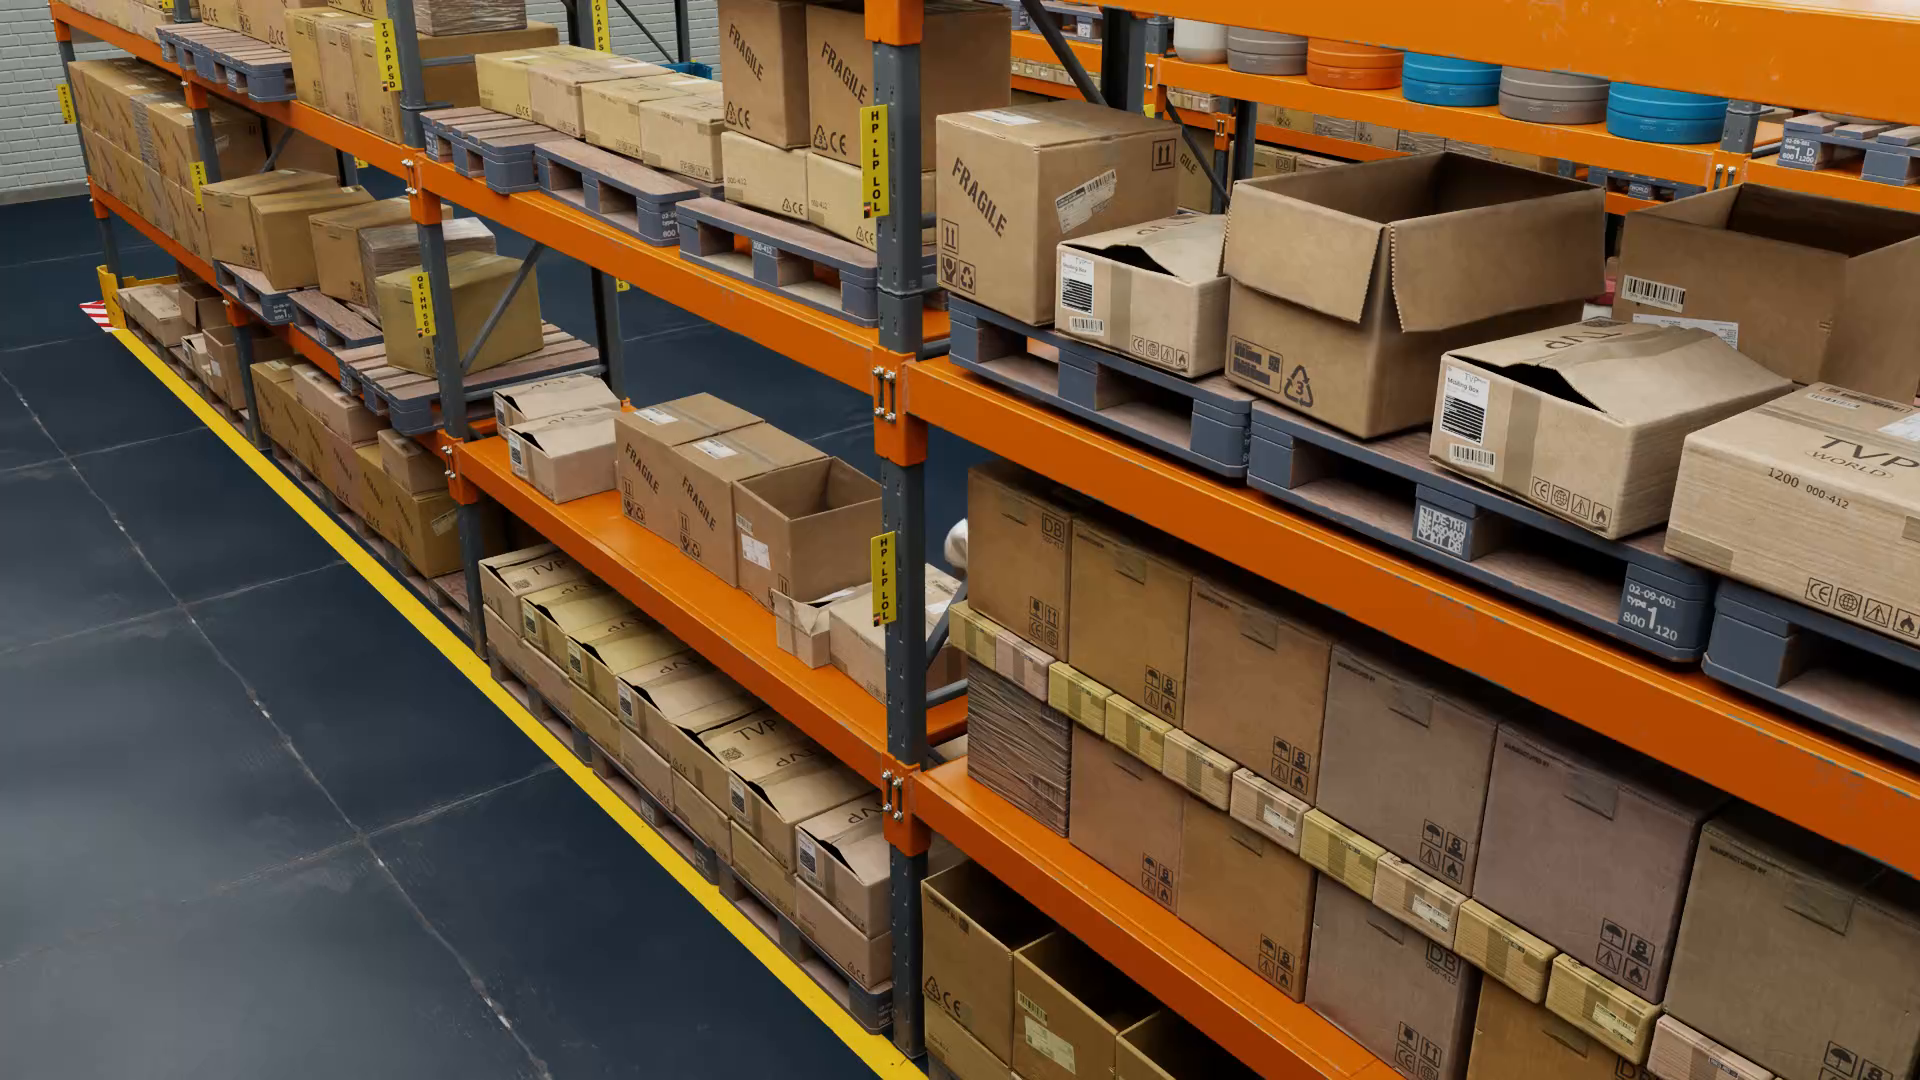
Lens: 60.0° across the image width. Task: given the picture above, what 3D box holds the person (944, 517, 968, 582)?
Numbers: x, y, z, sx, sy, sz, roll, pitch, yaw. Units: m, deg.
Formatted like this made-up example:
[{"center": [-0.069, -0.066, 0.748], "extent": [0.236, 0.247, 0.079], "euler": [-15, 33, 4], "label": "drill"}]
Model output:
[{"center": [0.340, 0.348, 8.455], "extent": [0.498, 1.231, 0.945], "euler": [-20, 31, -36], "label": "person"}]
